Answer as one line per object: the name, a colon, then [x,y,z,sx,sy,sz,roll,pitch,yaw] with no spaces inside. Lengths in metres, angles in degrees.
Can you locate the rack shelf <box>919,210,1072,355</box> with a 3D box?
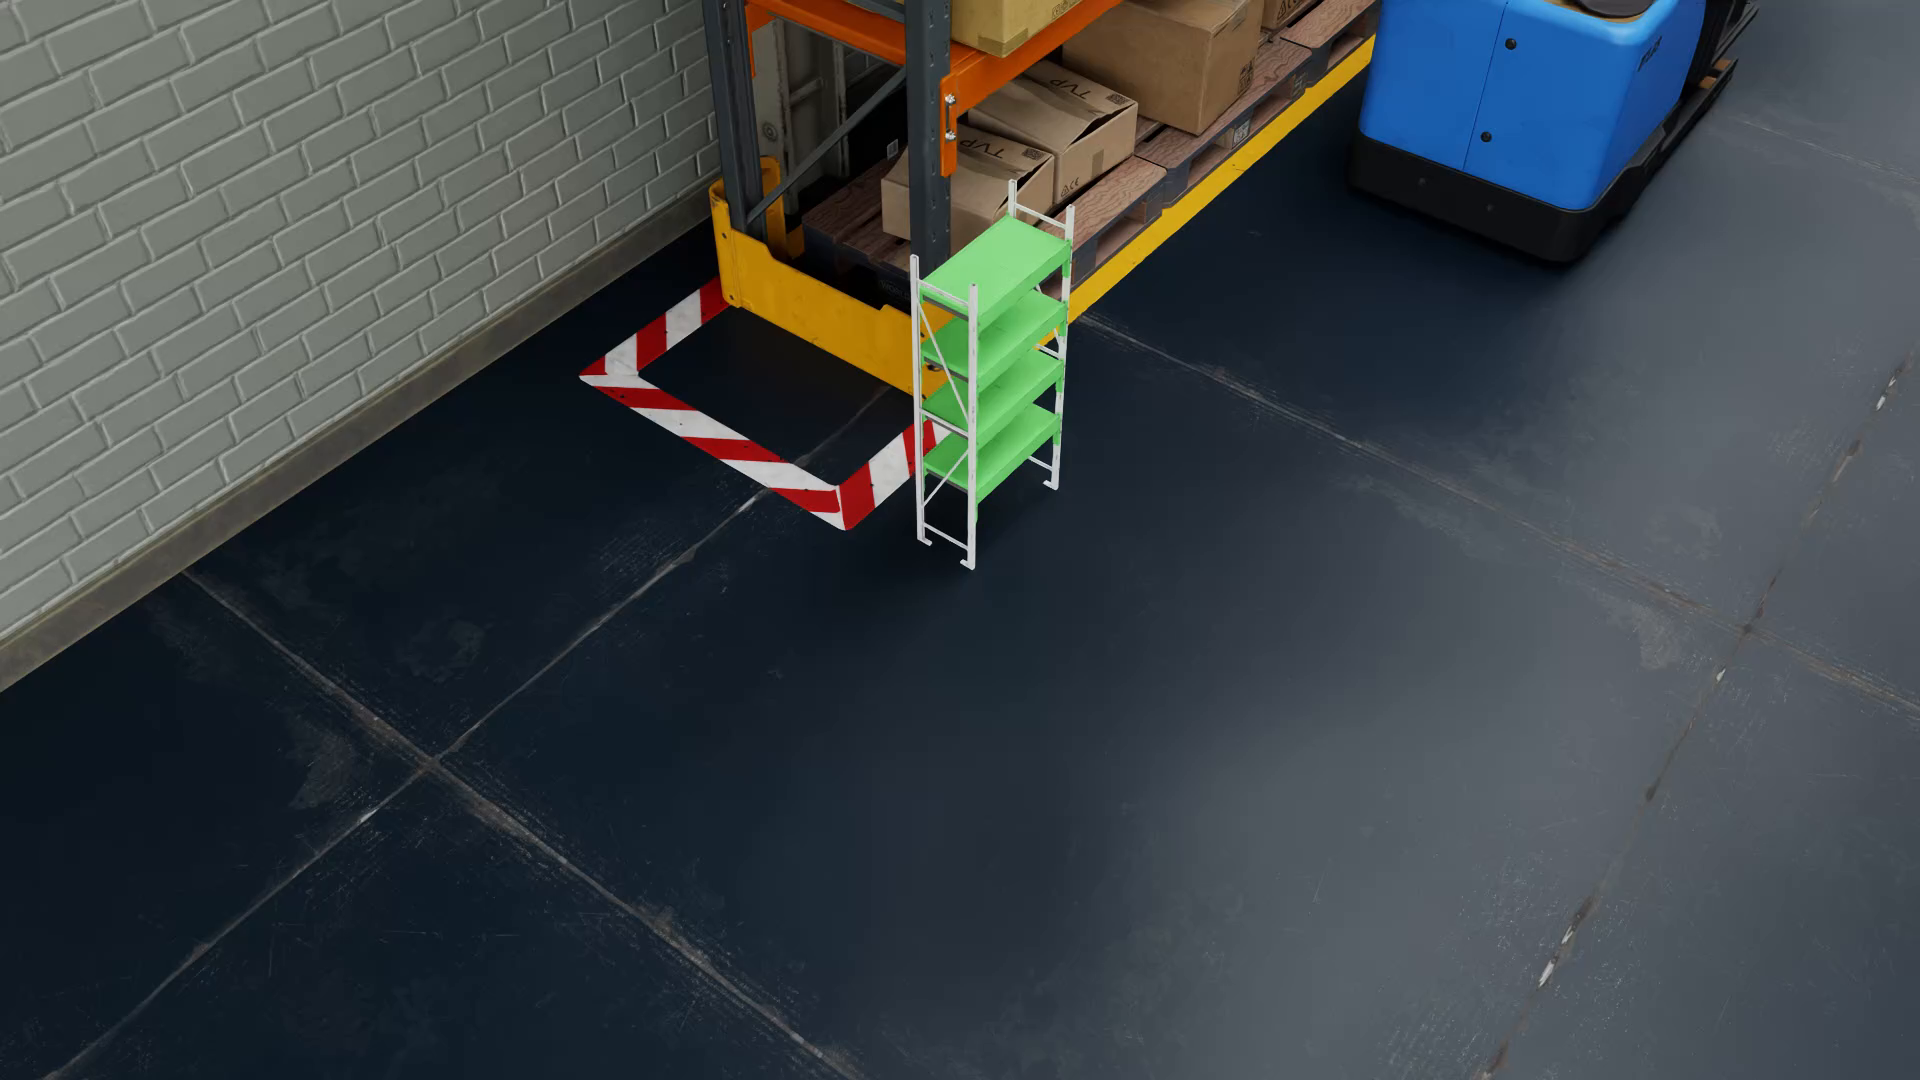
rack shelf: [0.101,-0.797,5.106,0.258,0.148,0.480,29,53,25]

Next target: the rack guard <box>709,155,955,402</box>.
rack guard: [-0.415,-0.993,6.353,1.175,0.500,0.348,29,53,25]

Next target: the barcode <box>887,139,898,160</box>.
barcode: [-0.273,-1.583,6.737,0.001,0.075,0.075,29,53,25]

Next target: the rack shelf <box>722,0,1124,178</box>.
rack shelf: [0.761,-2.709,6.761,1.077,0.370,4.000,29,53,25]

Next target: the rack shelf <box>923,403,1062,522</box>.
rack shelf: [0.101,-0.299,5.626,0.258,0.148,0.480,29,53,25]

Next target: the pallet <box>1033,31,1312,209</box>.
pallet: [0.856,-2.038,7.551,1.003,0.211,1.213,29,53,25]

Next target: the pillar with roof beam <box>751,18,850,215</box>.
pillar with roof beam: [2.689,-2.765,2.168,9.100,9.000,0.400,29,53,25]

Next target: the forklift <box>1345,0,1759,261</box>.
forklift: [2.934,-3.163,6.744,1.130,2.935,3.031,28,52,24]

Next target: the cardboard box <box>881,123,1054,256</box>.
cardboard box: [0.033,-1.392,6.561,0.500,0.311,0.500,24,51,21]

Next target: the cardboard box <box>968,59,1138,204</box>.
cardboard box: [0.381,-1.719,6.873,0.500,0.311,0.500,34,55,28]

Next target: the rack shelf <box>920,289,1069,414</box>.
rack shelf: [0.101,-0.631,5.279,0.258,0.148,0.480,29,53,25]

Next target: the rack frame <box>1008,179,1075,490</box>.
rack frame: [0.250,-0.649,5.540,0.240,1.200,0.015,29,53,25]

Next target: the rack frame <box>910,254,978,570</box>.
rack frame: [-0.048,-0.370,5.273,0.240,1.200,0.015,29,53,25]

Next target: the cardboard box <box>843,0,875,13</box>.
cardboard box: [-0.329,-2.121,5.792,0.500,0.250,0.500,30,53,25]

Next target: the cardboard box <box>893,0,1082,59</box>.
cardboard box: [0.088,-1.907,5.587,0.500,0.250,0.500,28,52,24]

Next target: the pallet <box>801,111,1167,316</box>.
pallet: [0.110,-1.343,6.887,1.003,0.211,1.213,29,53,25]

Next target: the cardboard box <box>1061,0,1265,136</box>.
cardboard box: [0.869,-2.182,7.184,0.700,0.500,0.500,26,52,23]

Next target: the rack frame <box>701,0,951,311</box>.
rack frame: [-0.462,-1.813,5.408,1.000,3.000,0.127,29,53,25]

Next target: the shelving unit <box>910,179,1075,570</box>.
shelving unit: [0.101,-0.509,5.407,0.258,1.200,0.503,29,53,25]

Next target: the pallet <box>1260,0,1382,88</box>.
pallet: [1.601,-2.739,8.220,1.003,0.211,1.213,29,53,25]

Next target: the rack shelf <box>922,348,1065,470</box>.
rack shelf: [0.101,-0.465,5.453,0.258,0.148,0.480,29,53,25]

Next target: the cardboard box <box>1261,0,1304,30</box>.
cardboard box: [1.381,-2.779,7.755,0.500,0.500,0.500,25,51,22]
